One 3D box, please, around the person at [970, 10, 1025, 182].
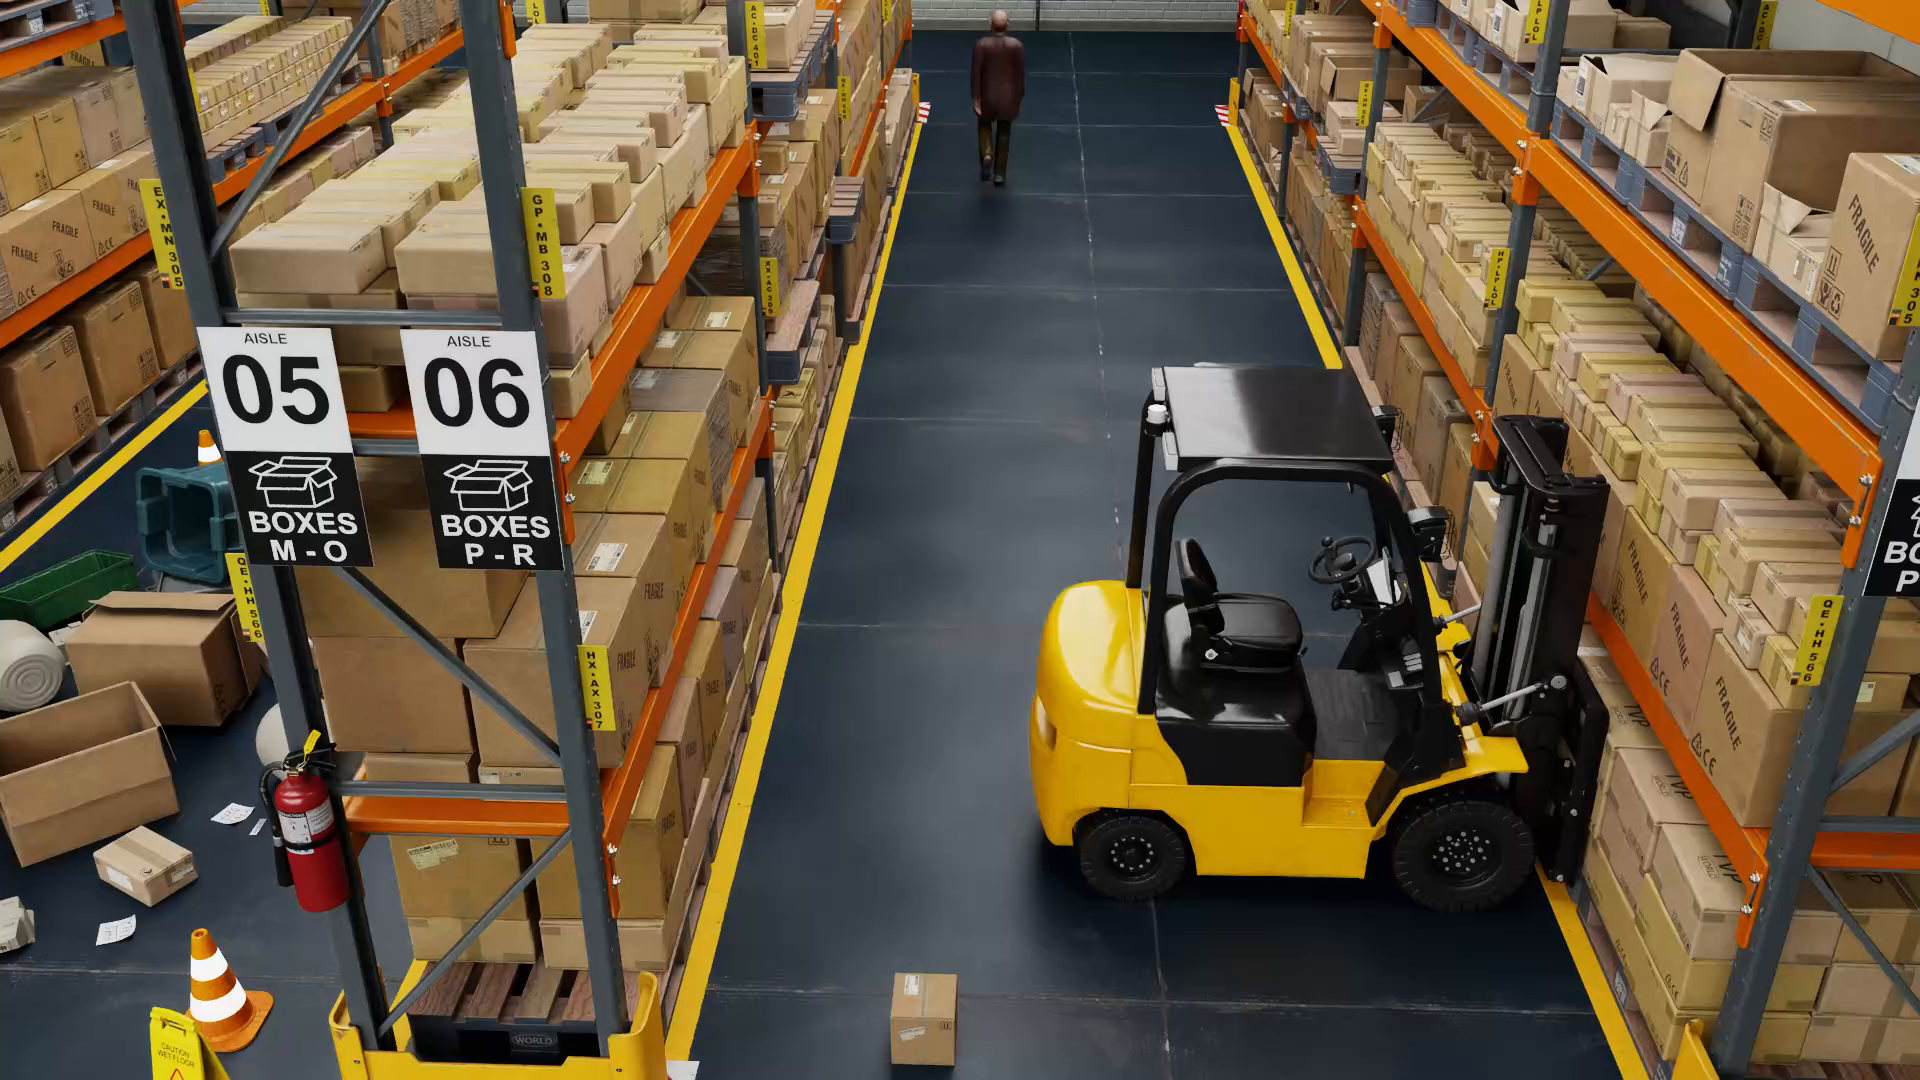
[{"bbox_3d":[0.397,-4.676,17.545,0.569,1.781,0.518,1,28,2],"label":"person"}]
